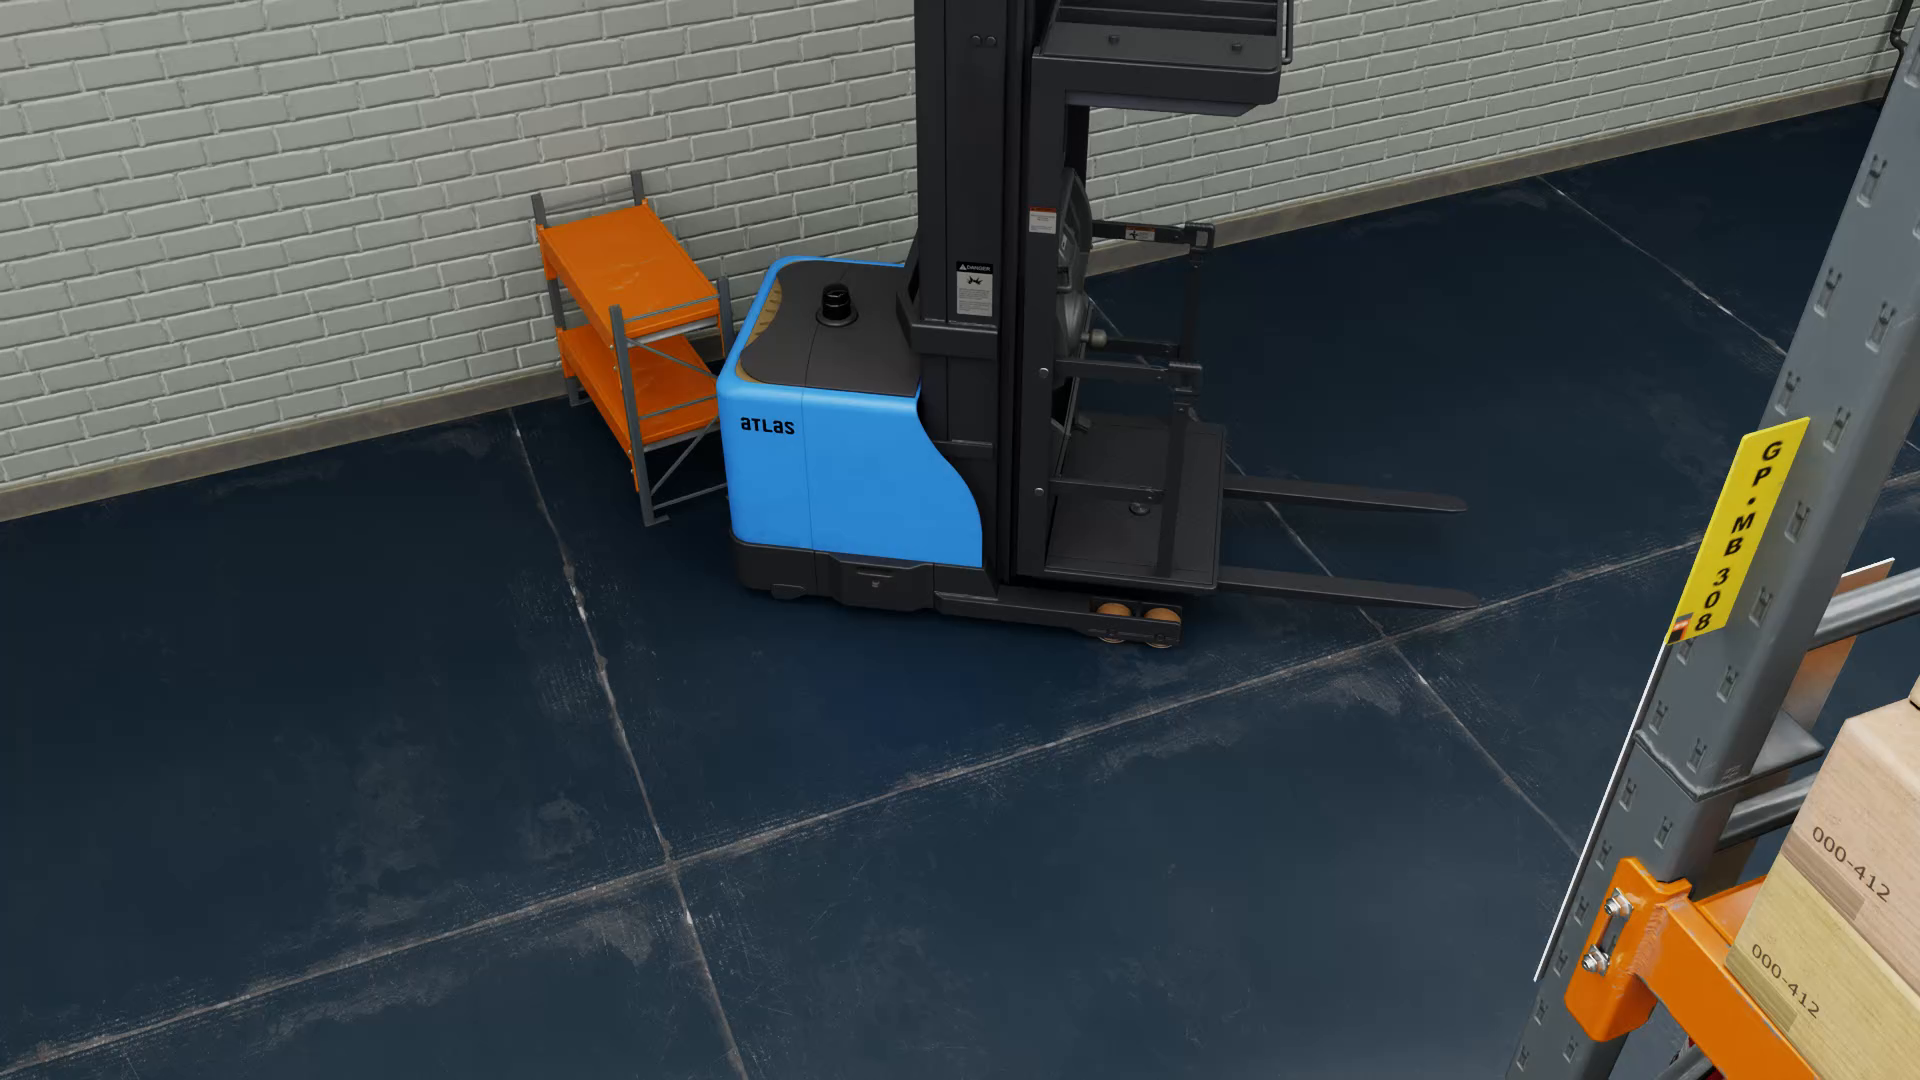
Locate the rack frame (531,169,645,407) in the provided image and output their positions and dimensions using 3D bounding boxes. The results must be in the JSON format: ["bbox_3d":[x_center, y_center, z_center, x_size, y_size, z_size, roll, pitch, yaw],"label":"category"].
[{"bbox_3d":[-1.653,-1.152,7.727,0.500,1.125,0.032,-19,44,-21],"label":"rack frame"}]

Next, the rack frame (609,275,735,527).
[{"bbox_3d":[-1.169,-0.569,7.049,0.500,1.125,0.032,-19,44,-21],"label":"rack frame"}]

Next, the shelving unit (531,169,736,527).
[{"bbox_3d":[-1.411,-0.861,7.388,0.538,1.125,1.048,-19,44,-21],"label":"shelving unit"}]

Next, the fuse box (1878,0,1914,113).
[{"bbox_3d":[5.779,-3.306,9.782,0.539,1.711,0.414,-15,43,-17],"label":"fuse box"}]

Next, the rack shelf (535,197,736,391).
[{"bbox_3d":[-1.411,-1.082,7.197,0.538,0.278,1.000,-19,44,-21],"label":"rack shelf"}]

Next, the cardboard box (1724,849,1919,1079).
[{"bbox_3d":[1.363,0.582,2.087,0.500,0.250,0.500,-14,43,-15],"label":"cardboard box"}]

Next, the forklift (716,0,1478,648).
[{"bbox_3d":[0.615,-1.047,6.220,3.031,2.935,1.130,6,41,7],"label":"forklift"}]

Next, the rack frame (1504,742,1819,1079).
[{"bbox_3d":[1.427,1.328,3.405,1.000,3.000,0.127,-15,43,-17],"label":"rack frame"}]

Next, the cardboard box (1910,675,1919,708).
[{"bbox_3d":[1.340,0.159,1.890,0.380,0.149,0.250,-15,43,-17],"label":"cardboard box"}]

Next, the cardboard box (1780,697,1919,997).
[{"bbox_3d":[1.359,0.394,1.923,0.500,0.250,0.500,-14,43,-16],"label":"cardboard box"}]

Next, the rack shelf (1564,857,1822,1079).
[{"bbox_3d":[2.192,1.669,1.260,1.077,0.370,4.000,-15,43,-17],"label":"rack shelf"}]

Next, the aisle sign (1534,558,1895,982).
[{"bbox_3d":[1.122,0.374,2.521,0.394,0.787,0.004,-15,43,-17],"label":"aisle sign"}]

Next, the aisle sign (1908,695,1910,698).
[{"bbox_3d":[1.676,0.224,2.695,0.394,0.787,0.004,-15,43,-17],"label":"aisle sign"}]

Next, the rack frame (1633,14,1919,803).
[{"bbox_3d":[1.427,-0.946,1.449,1.000,3.000,0.127,-15,43,-17],"label":"rack frame"}]

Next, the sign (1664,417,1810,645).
[{"bbox_3d":[0.926,-0.005,1.984,0.100,0.325,0.005,-15,43,-17],"label":"sign"}]

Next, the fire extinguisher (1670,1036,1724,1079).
[{"bbox_3d":[1.757,1.232,3.862,0.296,0.674,0.183,-15,43,-17],"label":"fire extinguisher"}]

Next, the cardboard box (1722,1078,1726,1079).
[{"bbox_3d":[1.353,1.135,2.558,0.500,0.500,0.500,-15,43,-17],"label":"cardboard box"}]

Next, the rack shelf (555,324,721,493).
[{"bbox_3d":[-1.411,-0.675,7.547,0.538,0.278,1.000,-19,44,-21],"label":"rack shelf"}]
